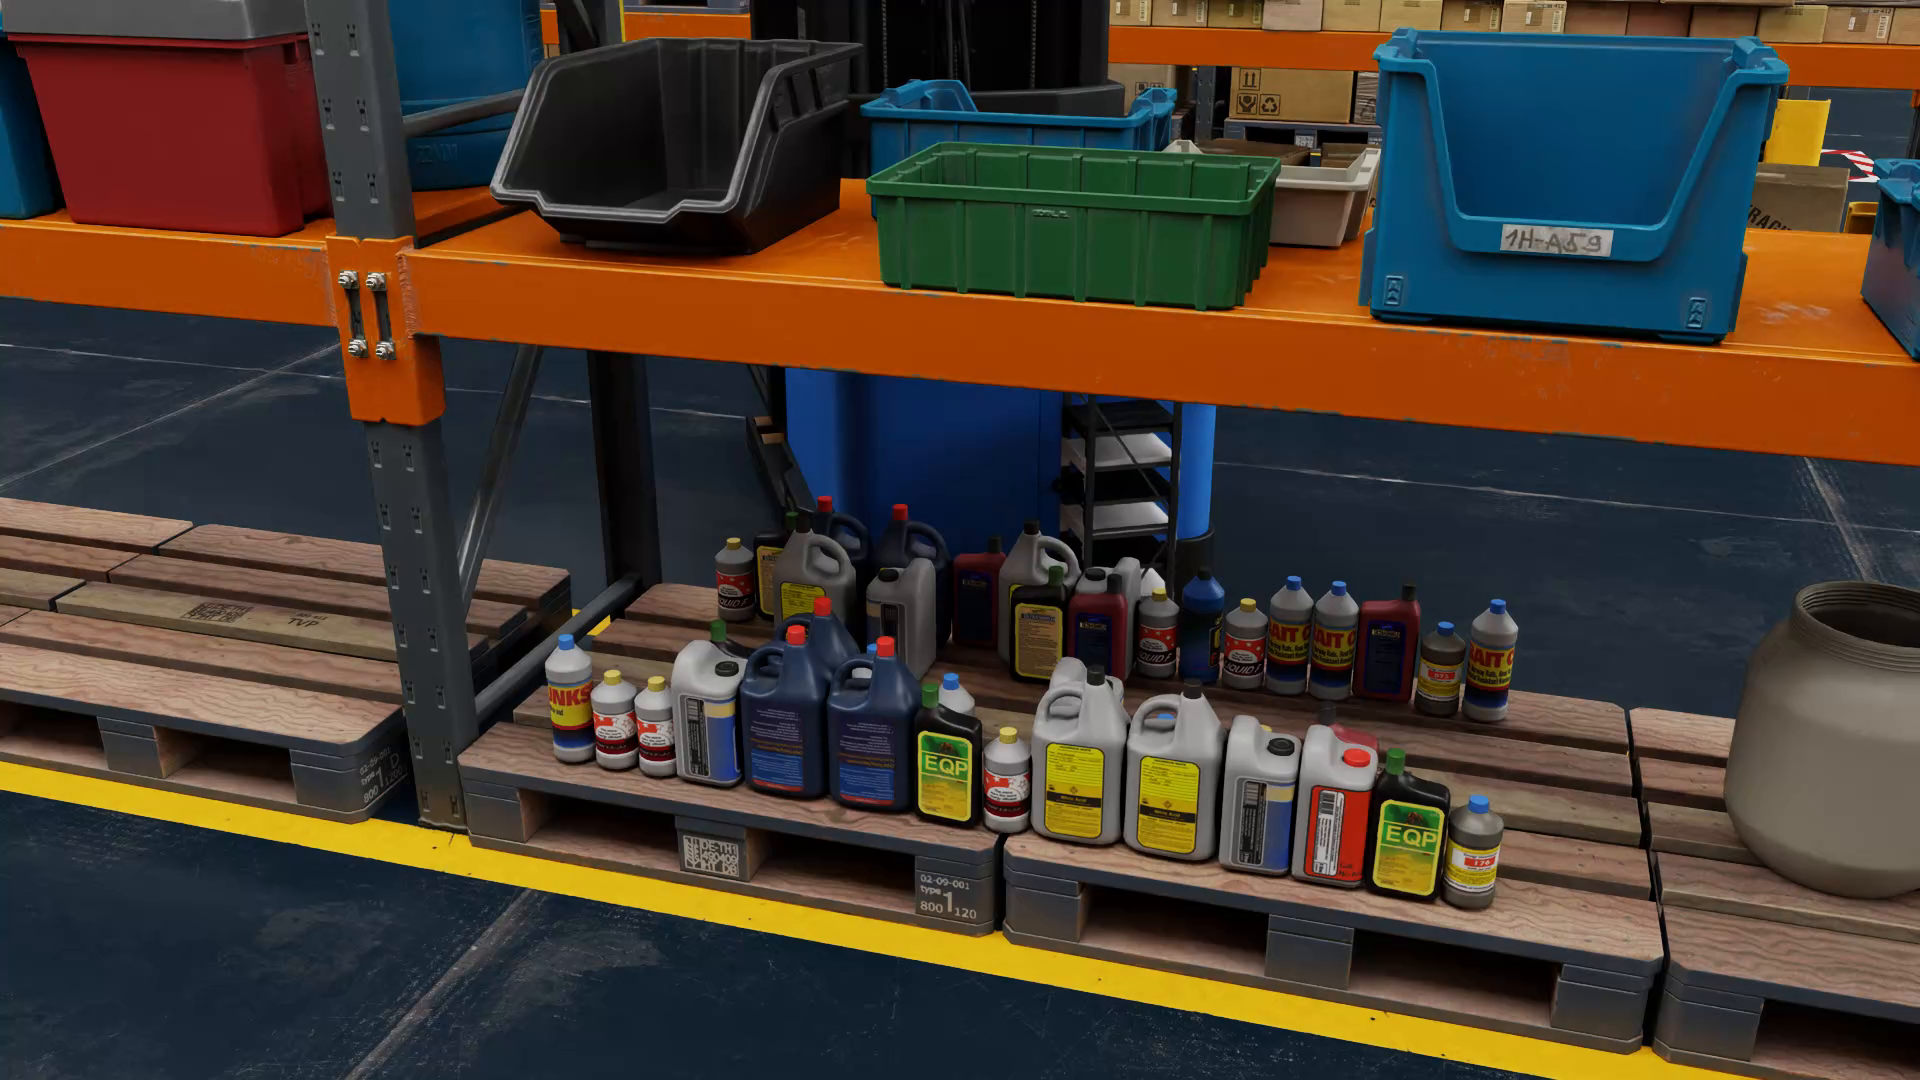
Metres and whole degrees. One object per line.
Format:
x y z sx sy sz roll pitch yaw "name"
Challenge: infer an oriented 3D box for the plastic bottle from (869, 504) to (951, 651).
-0.120 0.085 4.021 0.185 0.351 0.144 5 23 13 "plastic bottle"

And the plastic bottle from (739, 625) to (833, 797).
-0.351 0.337 3.406 0.185 0.351 0.144 7 23 17 "plastic bottle"

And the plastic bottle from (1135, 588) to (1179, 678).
0.465 0.212 3.909 0.097 0.201 0.097 0 22 0 "plastic bottle"

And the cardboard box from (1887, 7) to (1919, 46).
3.924 -2.125 6.829 0.250 0.149 0.380 7 23 16 "cardboard box"

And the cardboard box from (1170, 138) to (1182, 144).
0.799 -1.703 8.210 0.500 0.500 0.500 6 23 14 "cardboard box"

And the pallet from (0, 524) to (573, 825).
-1.767 0.294 4.275 1.213 0.211 1.003 7 23 16 "pallet"

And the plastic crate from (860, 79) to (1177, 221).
0.135 -0.833 3.543 0.616 0.251 0.499 7 23 16 "plastic crate"

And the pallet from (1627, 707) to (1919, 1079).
1.963 0.722 3.231 1.213 0.211 1.003 7 23 16 "pallet"

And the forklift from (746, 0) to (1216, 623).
-0.145 -1.588 5.278 1.130 2.935 3.031 -5 23 -12 "forklift"

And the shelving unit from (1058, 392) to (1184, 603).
0.402 -0.064 4.239 0.258 0.900 0.210 -5 22 -12 "shelving unit"

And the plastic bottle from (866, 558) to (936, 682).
-0.139 0.176 3.898 0.135 0.276 0.152 7 23 16 "plastic bottle"

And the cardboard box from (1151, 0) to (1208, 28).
1.029 -2.425 7.560 0.250 0.149 0.380 7 23 16 "cardboard box"

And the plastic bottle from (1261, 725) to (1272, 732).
0.593 0.463 3.295 0.097 0.201 0.097 0 22 0 "plastic bottle"

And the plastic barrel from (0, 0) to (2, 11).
-2.558 -1.252 4.190 0.433 0.535 0.433 0 22 0 "plastic barrel"

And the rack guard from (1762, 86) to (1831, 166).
5.809 -2.917 11.723 0.348 0.500 1.175 7 23 16 "rack guard"

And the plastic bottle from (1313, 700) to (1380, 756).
0.738 0.449 3.222 0.133 0.283 0.061 7 23 16 "plastic bottle"

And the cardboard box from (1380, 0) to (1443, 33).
1.986 -2.315 7.292 0.250 0.149 0.380 7 23 16 "cardboard box"

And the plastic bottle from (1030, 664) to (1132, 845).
0.237 0.405 3.242 0.185 0.351 0.144 6 23 15 "plastic bottle"

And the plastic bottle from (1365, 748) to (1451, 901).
0.824 0.519 3.051 0.133 0.283 0.061 7 23 17 "plastic bottle"

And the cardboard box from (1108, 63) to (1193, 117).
1.336 -3.703 12.757 0.750 0.750 1.050 6 23 15 "cardboard box"

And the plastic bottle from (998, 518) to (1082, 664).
0.189 0.120 3.935 0.185 0.351 0.144 6 23 15 "plastic bottle"

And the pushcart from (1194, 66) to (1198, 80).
2.679 -4.277 15.200 0.936 0.377 1.648 -1 22 -3 "pushcart"

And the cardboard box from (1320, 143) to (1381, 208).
1.966 -1.603 7.967 0.500 0.500 0.500 4 23 11 "cardboard box"

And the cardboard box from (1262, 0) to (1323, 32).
1.499 -2.359 7.399 0.250 0.149 0.380 7 23 16 "cardboard box"

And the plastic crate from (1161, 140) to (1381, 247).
0.624 -0.716 3.411 0.437 0.136 0.530 7 23 16 "plastic crate"

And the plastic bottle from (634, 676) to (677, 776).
-0.630 0.384 3.490 0.097 0.201 0.097 0 22 0 "plastic bottle"

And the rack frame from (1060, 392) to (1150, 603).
0.378 -0.101 4.331 0.240 0.900 0.006 -5 22 -12 "rack frame"

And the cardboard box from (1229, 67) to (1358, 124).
2.539 -3.632 12.417 0.875 0.875 0.875 7 23 16 "cardboard box"

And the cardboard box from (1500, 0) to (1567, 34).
2.458 -2.251 7.137 0.250 0.149 0.380 7 23 16 "cardboard box"

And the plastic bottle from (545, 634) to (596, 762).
-0.825 0.329 3.531 0.097 0.271 0.097 0 22 0 "plastic bottle"

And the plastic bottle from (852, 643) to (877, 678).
-0.177 0.346 3.489 0.097 0.271 0.097 0 22 0 "plastic bottle"

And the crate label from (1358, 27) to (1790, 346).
0.986 -0.605 2.747 0.616 0.435 0.502 7 23 16 "crate label"

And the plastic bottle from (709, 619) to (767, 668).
-0.477 0.310 3.561 0.133 0.283 0.061 7 23 16 "plastic bottle"

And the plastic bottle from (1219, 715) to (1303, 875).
0.575 0.476 3.166 0.135 0.276 0.152 6 23 14 "plastic bottle"

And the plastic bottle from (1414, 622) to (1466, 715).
1.081 0.282 3.737 0.097 0.201 0.097 0 22 0 "plastic bottle"

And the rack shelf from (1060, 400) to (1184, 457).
0.402 -0.284 4.151 0.258 0.077 0.200 -5 22 -12 "rack shelf"

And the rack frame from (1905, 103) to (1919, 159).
4.257 -2.285 6.888 0.127 3.000 1.000 7 23 16 "rack frame"

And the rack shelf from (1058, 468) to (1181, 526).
0.402 -0.117 4.218 0.258 0.077 0.200 -5 22 -12 "rack shelf"

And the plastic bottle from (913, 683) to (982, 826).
-0.024 0.422 3.287 0.133 0.283 0.061 8 23 18 "plastic bottle"

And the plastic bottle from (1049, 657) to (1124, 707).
0.256 0.383 3.394 0.135 0.276 0.152 7 23 16 "plastic bottle"

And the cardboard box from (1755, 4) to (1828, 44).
3.431 -2.161 6.918 0.250 0.149 0.380 7 23 16 "cardboard box"

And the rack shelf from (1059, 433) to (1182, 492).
0.402 -0.200 4.184 0.258 0.077 0.200 -5 22 -12 "rack shelf"

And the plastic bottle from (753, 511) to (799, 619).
-0.448 0.062 4.166 0.133 0.283 0.061 8 24 18 "plastic bottle"

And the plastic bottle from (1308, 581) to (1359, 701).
0.852 0.224 3.788 0.097 0.271 0.097 0 22 0 "plastic bottle"

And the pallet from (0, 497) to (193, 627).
-2.938 0.161 4.599 1.213 0.211 1.003 7 23 16 "pallet"

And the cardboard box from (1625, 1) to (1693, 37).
2.969 -2.237 7.102 0.250 0.149 0.380 7 23 16 "cardboard box"

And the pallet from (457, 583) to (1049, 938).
-0.373 0.455 3.883 1.213 0.211 1.003 7 23 16 "pallet"

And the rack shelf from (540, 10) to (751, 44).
-1.488 -2.610 8.628 4.000 0.370 1.077 7 23 16 "rack shelf"

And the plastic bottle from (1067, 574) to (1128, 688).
0.314 0.209 3.806 0.133 0.283 0.061 7 23 16 "plastic bottle"

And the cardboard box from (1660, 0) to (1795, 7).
3.225 -2.550 7.012 0.500 0.500 0.875 7 23 16 "cardboard box"

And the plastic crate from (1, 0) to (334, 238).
-1.555 -0.896 3.416 0.583 0.464 0.402 7 23 16 "plastic crate"

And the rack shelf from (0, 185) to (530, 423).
-2.918 -0.810 4.241 4.000 0.370 1.077 7 23 16 "rack shelf"

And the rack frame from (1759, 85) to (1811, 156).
5.786 -4.076 11.255 0.127 3.000 1.000 7 23 16 "rack frame"

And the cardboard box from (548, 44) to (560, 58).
-3.074 -4.026 13.874 0.500 0.500 0.500 8 23 18 "cardboard box"

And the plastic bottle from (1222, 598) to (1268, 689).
0.662 0.234 3.854 0.097 0.201 0.097 0 22 0 "plastic bottle"
